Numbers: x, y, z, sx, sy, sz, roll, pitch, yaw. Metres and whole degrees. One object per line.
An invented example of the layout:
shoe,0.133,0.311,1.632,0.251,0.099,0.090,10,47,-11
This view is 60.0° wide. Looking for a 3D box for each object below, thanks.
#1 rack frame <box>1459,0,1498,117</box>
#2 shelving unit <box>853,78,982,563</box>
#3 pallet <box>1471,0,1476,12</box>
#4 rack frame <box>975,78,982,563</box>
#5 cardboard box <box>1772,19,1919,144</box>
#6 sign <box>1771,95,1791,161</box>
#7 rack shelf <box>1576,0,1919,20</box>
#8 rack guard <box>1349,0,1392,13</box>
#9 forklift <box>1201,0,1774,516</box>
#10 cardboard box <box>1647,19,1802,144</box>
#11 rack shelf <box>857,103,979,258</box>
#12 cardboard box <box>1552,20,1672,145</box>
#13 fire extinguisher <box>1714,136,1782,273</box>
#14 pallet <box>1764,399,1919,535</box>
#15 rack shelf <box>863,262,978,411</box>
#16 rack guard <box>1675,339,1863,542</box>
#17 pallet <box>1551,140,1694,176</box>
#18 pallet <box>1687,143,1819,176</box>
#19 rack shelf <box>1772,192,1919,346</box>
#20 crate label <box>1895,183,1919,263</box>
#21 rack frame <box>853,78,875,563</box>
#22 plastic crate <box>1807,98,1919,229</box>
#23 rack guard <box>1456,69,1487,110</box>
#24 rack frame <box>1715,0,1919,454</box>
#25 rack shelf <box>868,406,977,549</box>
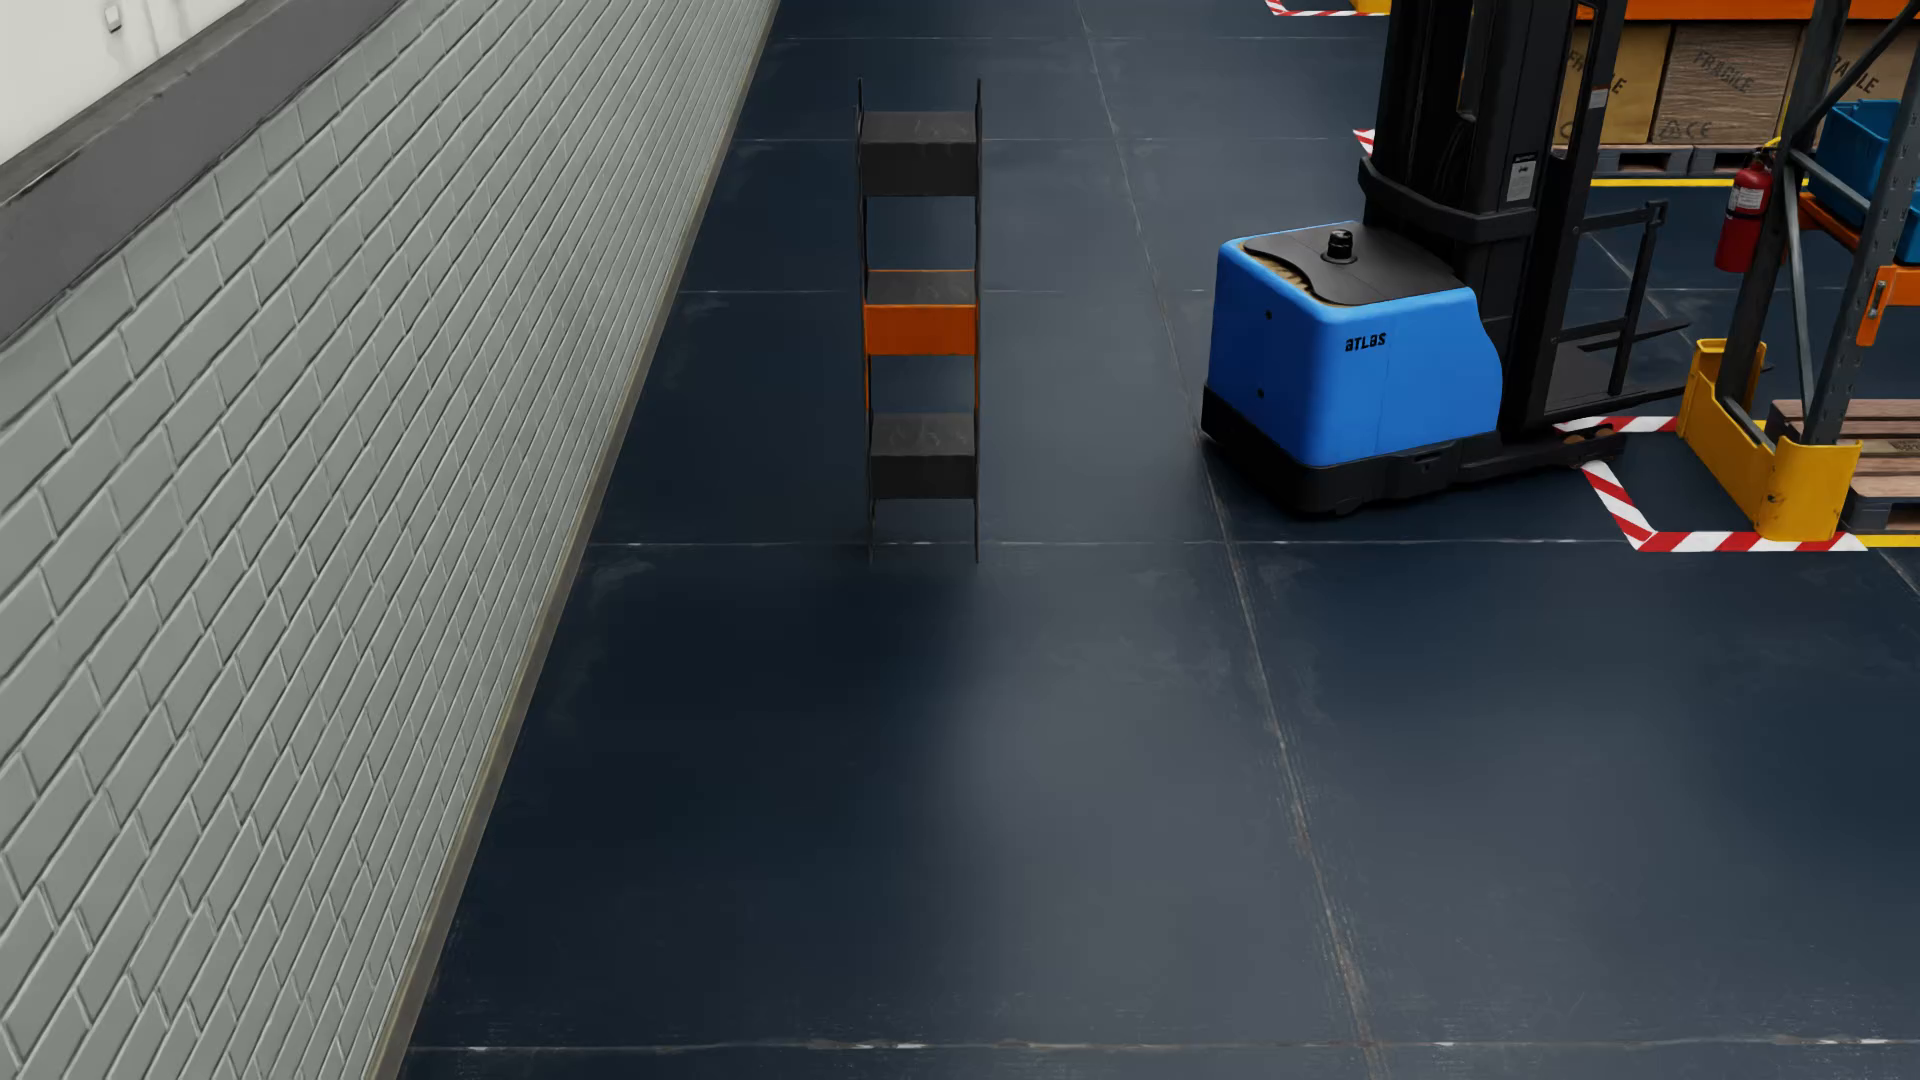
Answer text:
rack frame,3.906,-4.154,11.704,0.127,3.000,1.000,0,31,0
shelving unit,-0.166,-0.897,7.204,0.503,2.100,0.431,0,31,0
pallet,4.865,-5.519,16.643,1.213,0.211,1.003,0,31,0
rack frame,0.078,-0.898,7.206,0.015,2.100,0.400,0,31,0
cardboard box,6.345,-3.474,12.227,0.875,0.875,0.875,0,31,0
sign,3.916,-1.939,7.898,0.005,0.325,0.100,0,31,0
rack shelf,5.905,-3.852,11.901,4.000,0.370,1.077,0,31,0
rack guard,4.053,-5.658,16.594,0.348,0.500,1.175,0,31,0
forklift,2.809,-1.851,7.975,3.031,2.935,1.130,-12,33,-19
cardboard box,5.455,-3.471,12.223,0.875,0.875,0.875,0,31,0
rack shelf,-0.166,-1.484,6.848,0.480,0.518,0.431,0,31,0
cardboard box,4.545,-3.468,12.218,0.875,0.875,0.875,0,31,0
fire extinguisher,3.782,-1.627,7.974,0.183,0.674,0.296,0,31,0
pallet,4.760,-0.375,8.164,1.213,0.211,1.003,0,31,0
rack shelf,-0.166,-0.886,7.212,0.480,0.518,0.431,0,31,0
rack guard,3.911,-0.509,8.107,0.348,0.500,1.175,0,31,0
pallet,4.705,-3.004,12.498,1.213,0.211,1.003,0,31,0
pallet,5.922,-3.007,12.502,1.213,0.211,1.003,0,31,0
rack shelf,5.935,-1.283,7.667,4.000,0.370,1.077,0,31,0
crate label,4.184,-1.369,7.217,0.303,0.233,0.416,0,31,0
rack frame,-0.410,-0.896,7.203,0.015,2.100,0.400,0,31,0
plastic crate,4.269,-1.723,7.606,0.499,0.435,0.616,0,31,0
rack guard,3.882,-3.085,12.352,0.348,0.500,1.175,0,31,0
rack frame,3.935,-1.584,7.470,0.127,3.000,1.000,0,31,0
rack shelf,-0.166,-0.287,7.575,0.480,0.518,0.431,0,31,0
